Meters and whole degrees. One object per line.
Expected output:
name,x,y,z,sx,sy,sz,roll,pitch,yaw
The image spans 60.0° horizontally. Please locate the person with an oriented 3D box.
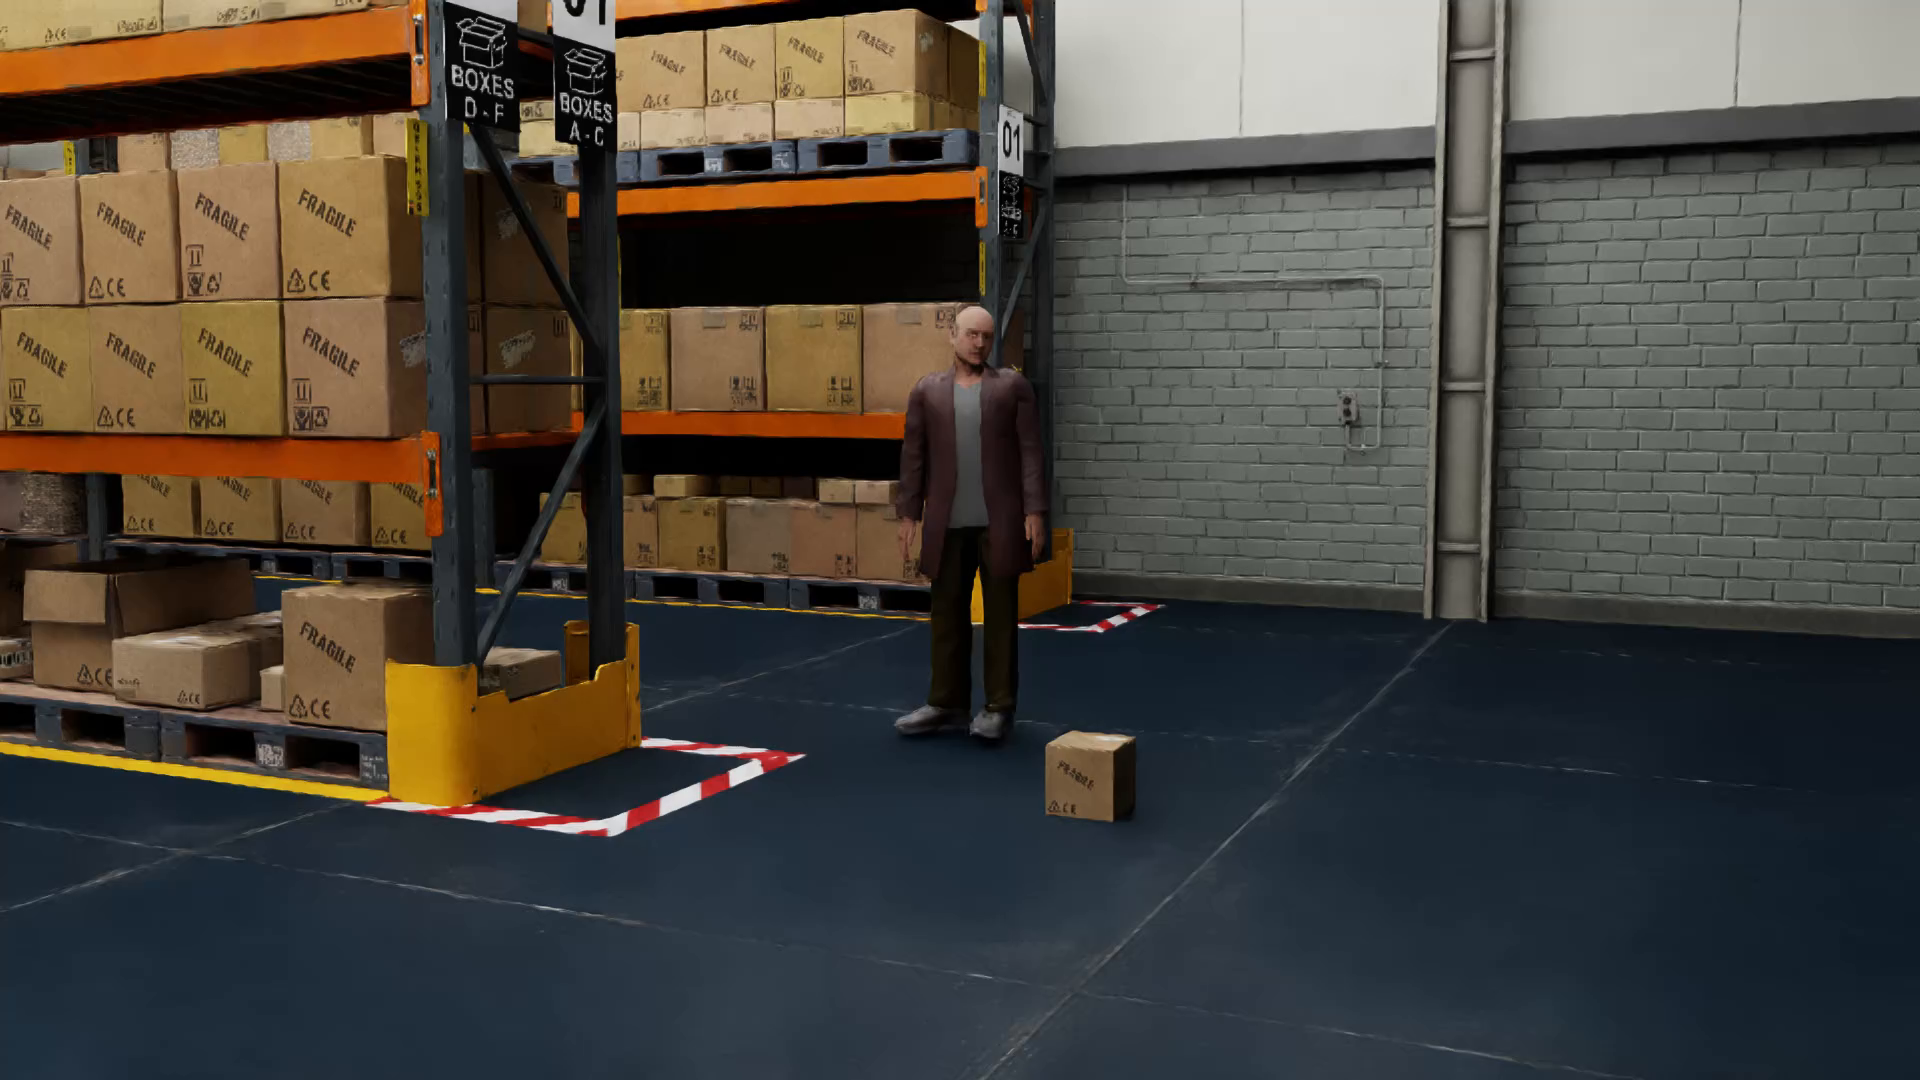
person,0.042,-0.073,6.931,0.659,1.791,0.421,1,6,12
